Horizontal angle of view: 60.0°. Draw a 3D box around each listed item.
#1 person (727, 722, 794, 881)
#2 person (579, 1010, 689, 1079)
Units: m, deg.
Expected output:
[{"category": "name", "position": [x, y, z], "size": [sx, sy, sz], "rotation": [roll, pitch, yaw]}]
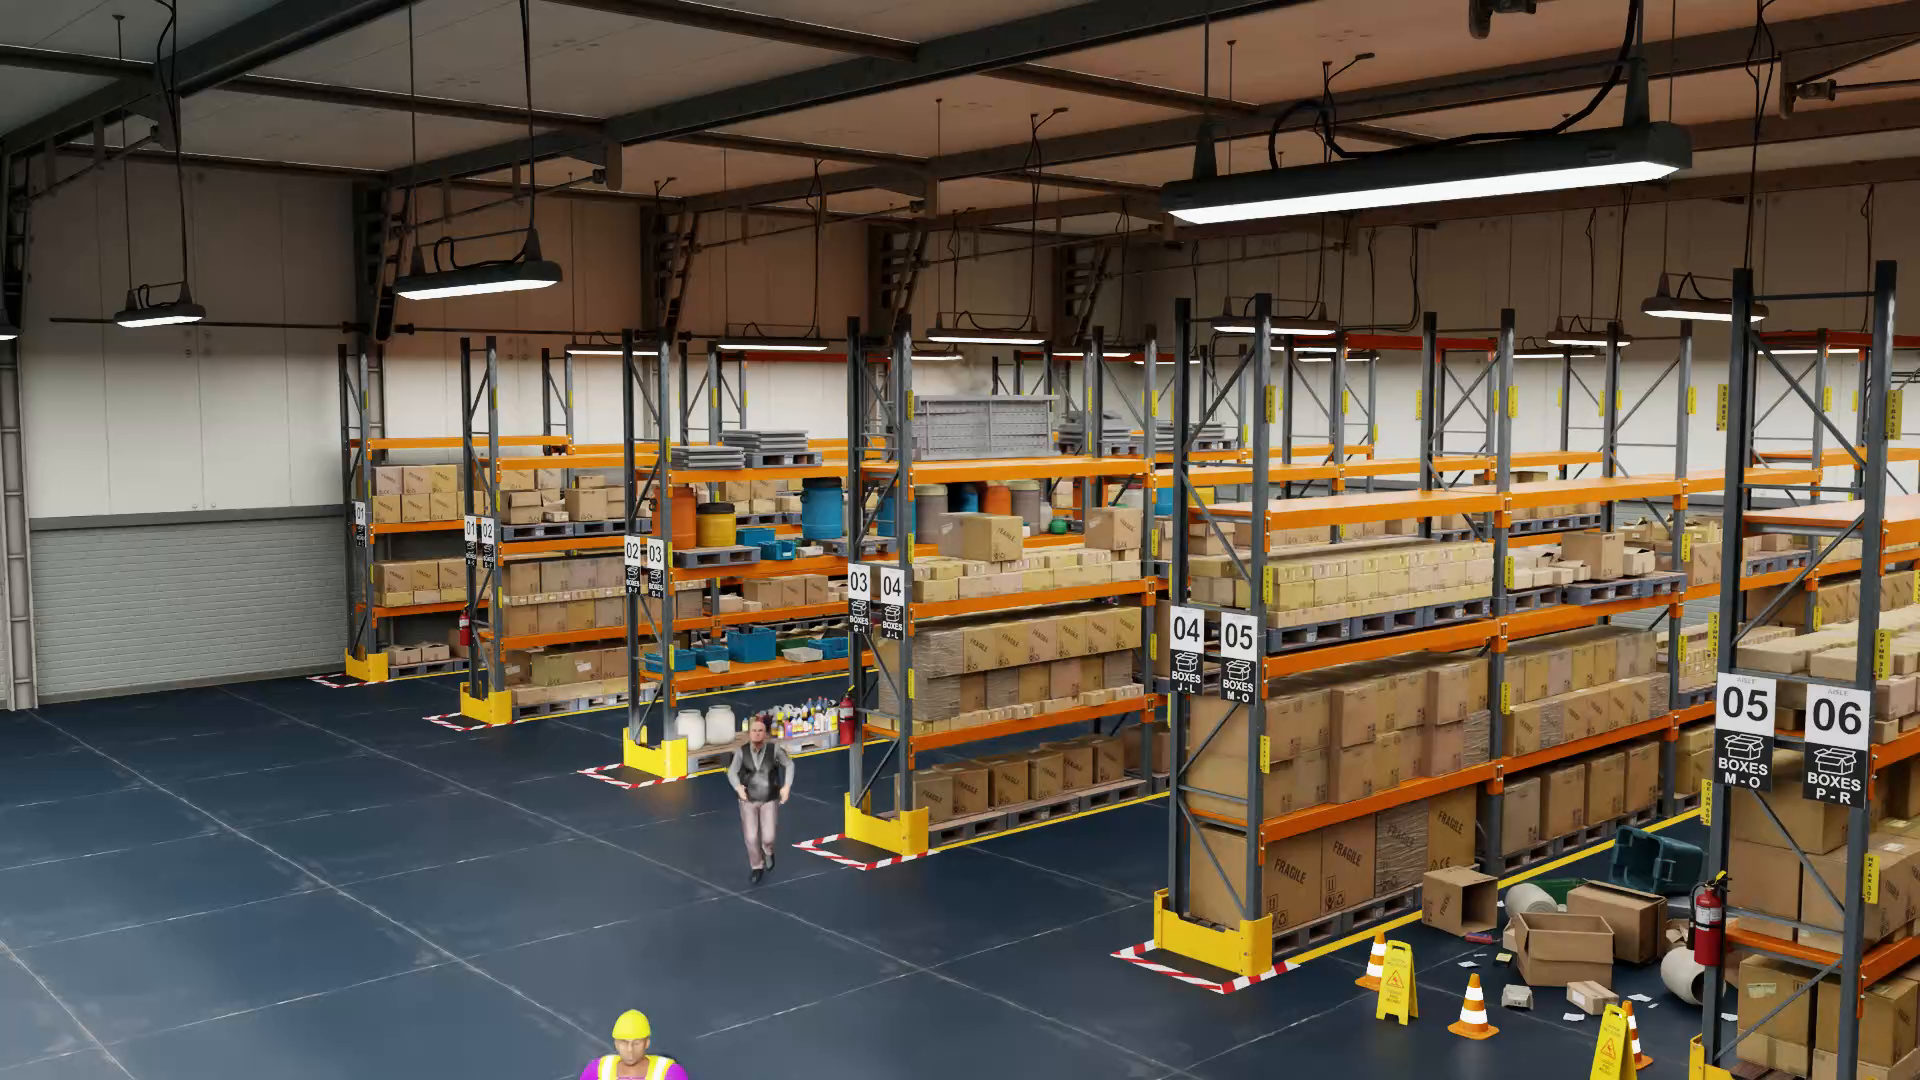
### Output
[{"category": "person", "position": [-2.104, 2.761, 17.565], "size": [0.707, 1.695, 0.601], "rotation": [0, 5, -5]}, {"category": "person", "position": [-1.782, 3.457, 9.126], "size": [0.688, 1.789, 0.841], "rotation": [0, 5, -5]}]
